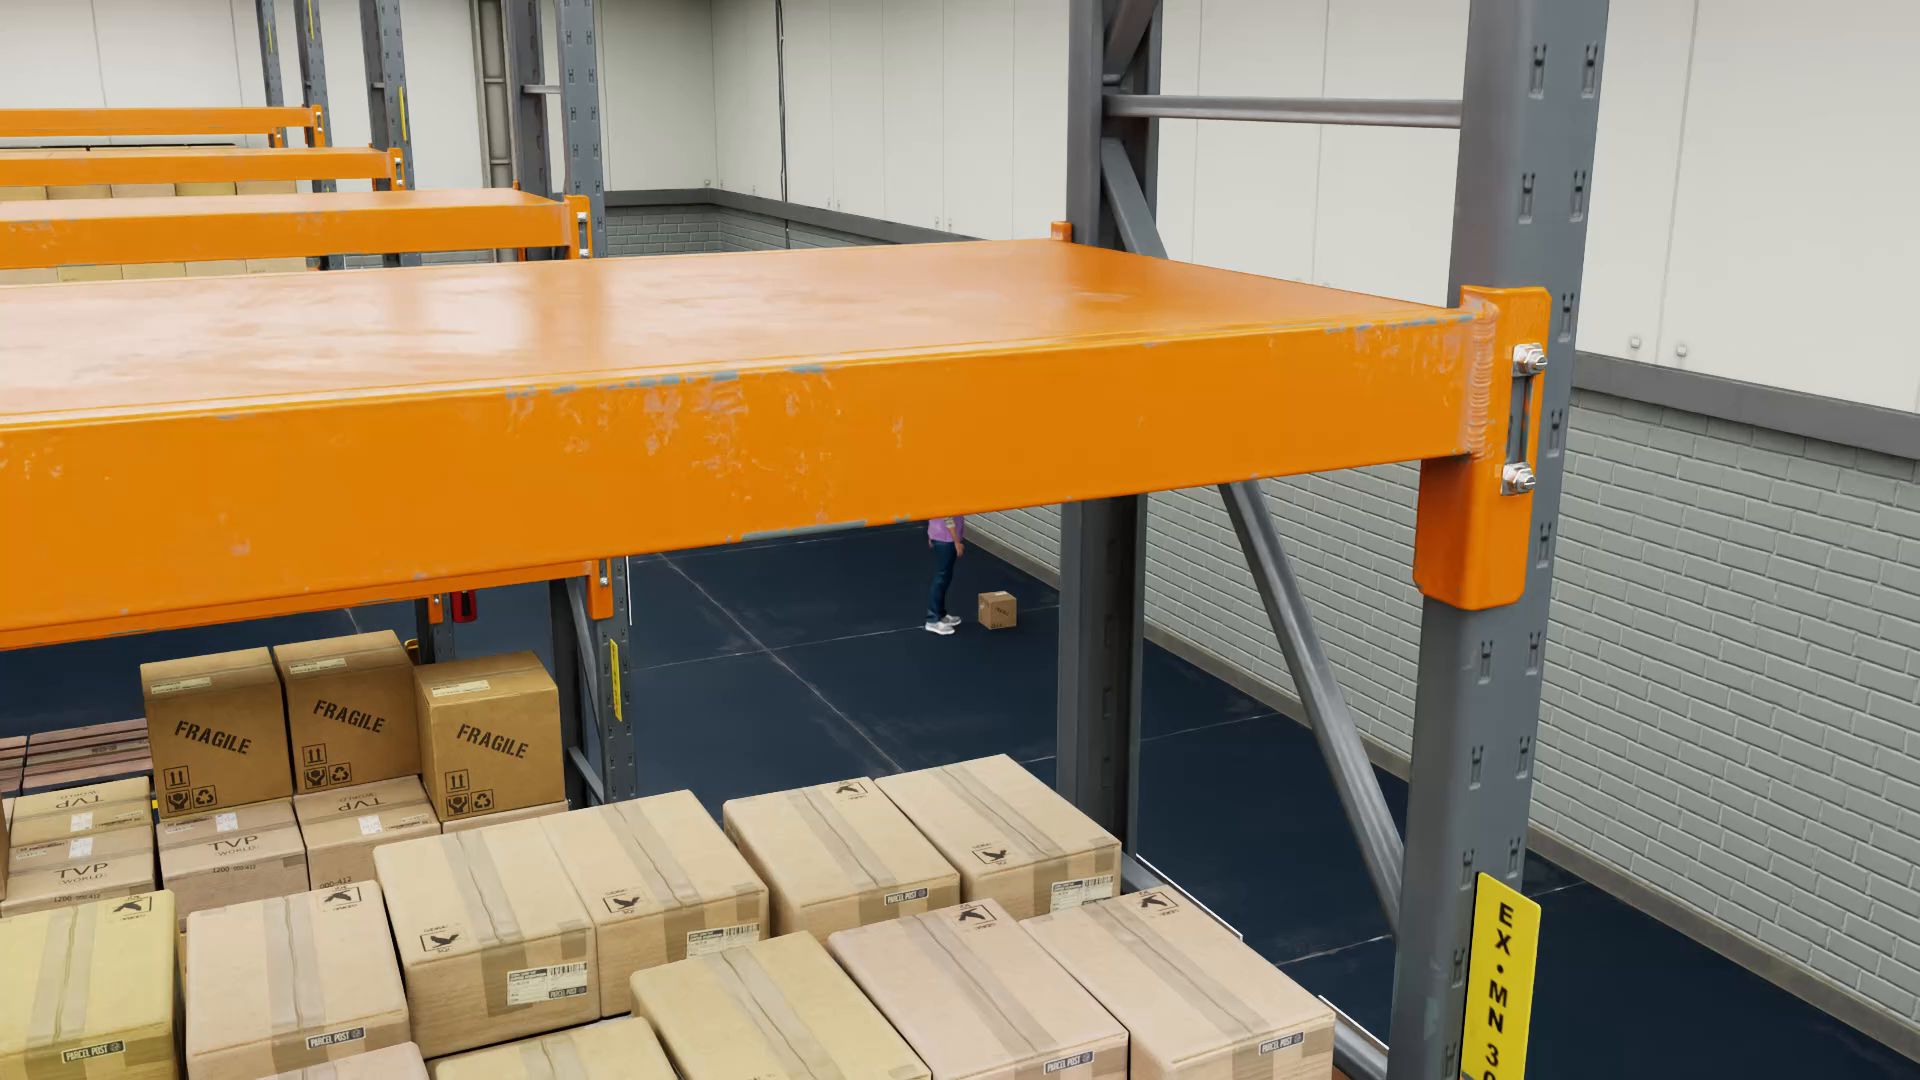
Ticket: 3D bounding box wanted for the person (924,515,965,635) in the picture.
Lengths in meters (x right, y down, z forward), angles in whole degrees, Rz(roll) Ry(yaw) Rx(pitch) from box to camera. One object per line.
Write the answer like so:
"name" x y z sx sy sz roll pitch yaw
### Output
"person" -0.137 -0.009 14.010 0.348 1.599 0.450 -4 16 -13
